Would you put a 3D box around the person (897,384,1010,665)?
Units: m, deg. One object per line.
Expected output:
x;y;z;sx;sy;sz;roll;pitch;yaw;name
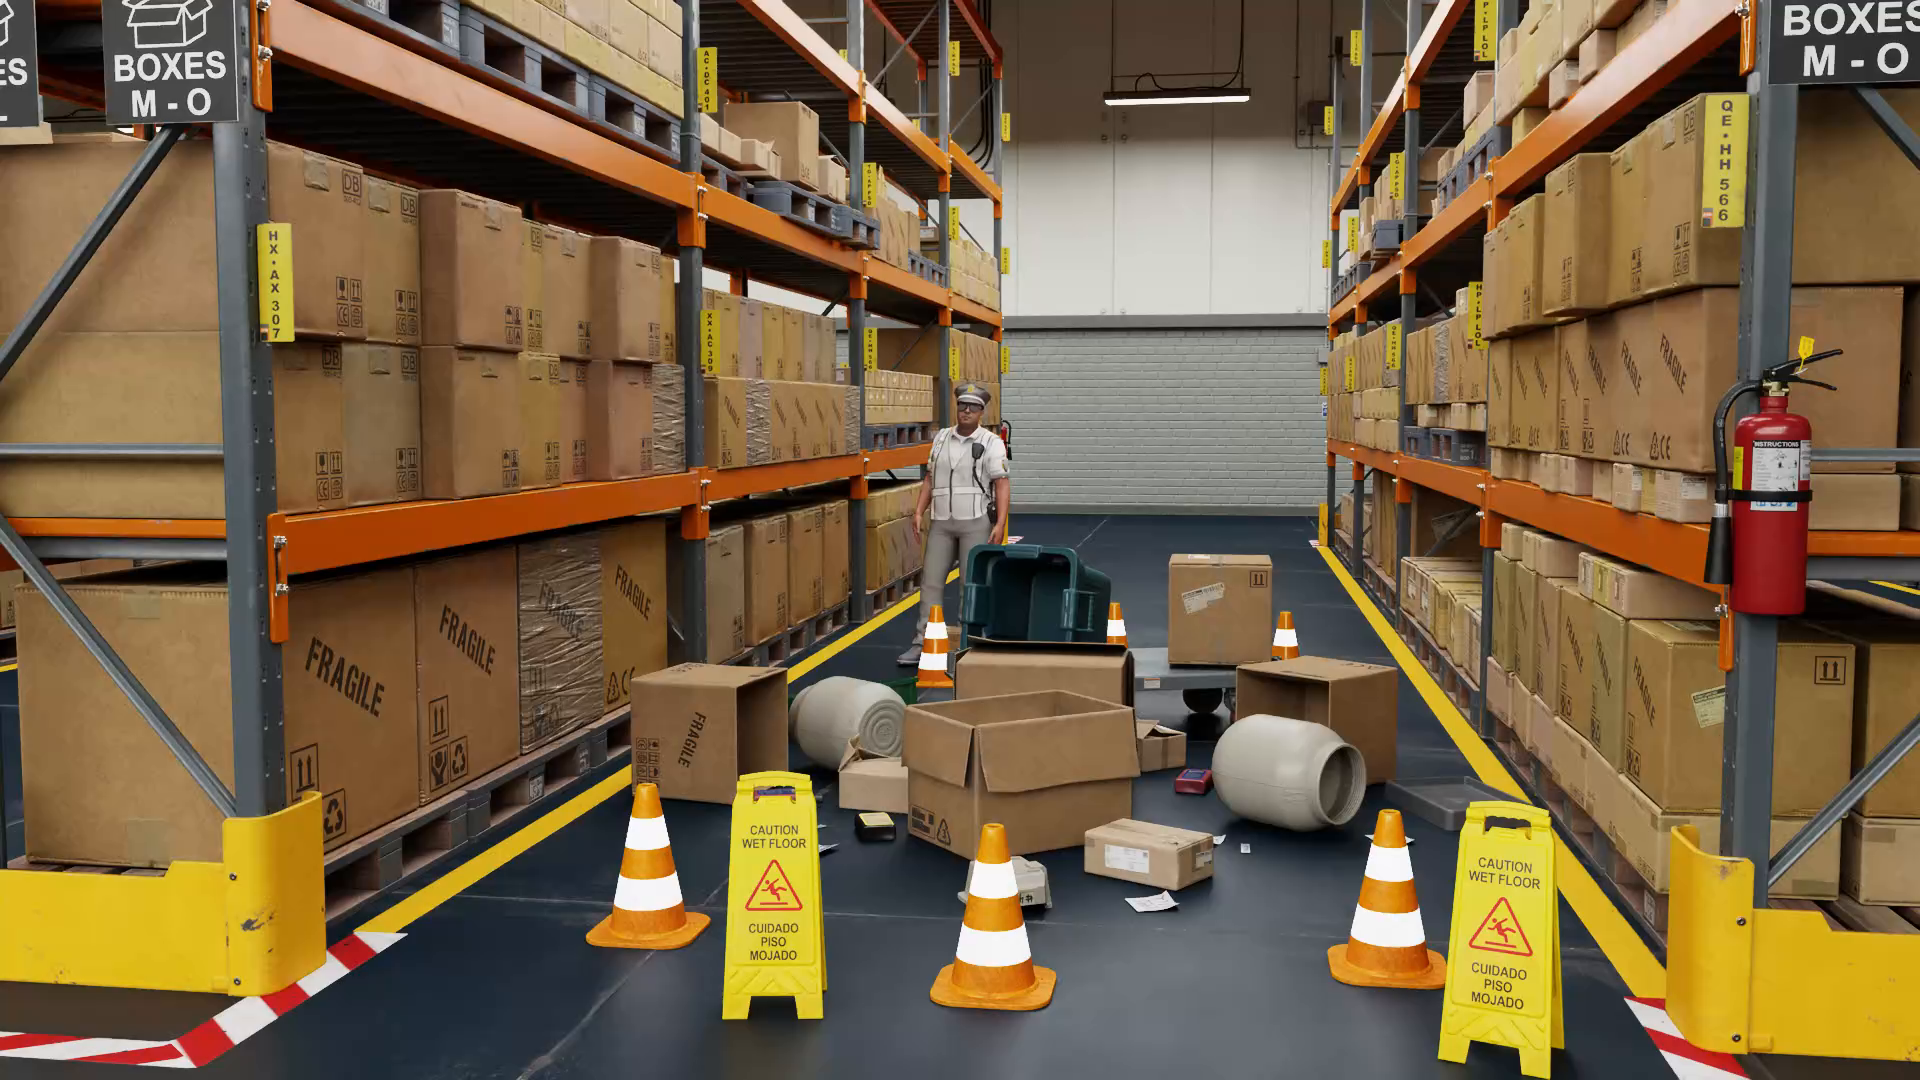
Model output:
-0.026;-0.104;10.618;0.640;1.779;0.574;2;5;21;person
